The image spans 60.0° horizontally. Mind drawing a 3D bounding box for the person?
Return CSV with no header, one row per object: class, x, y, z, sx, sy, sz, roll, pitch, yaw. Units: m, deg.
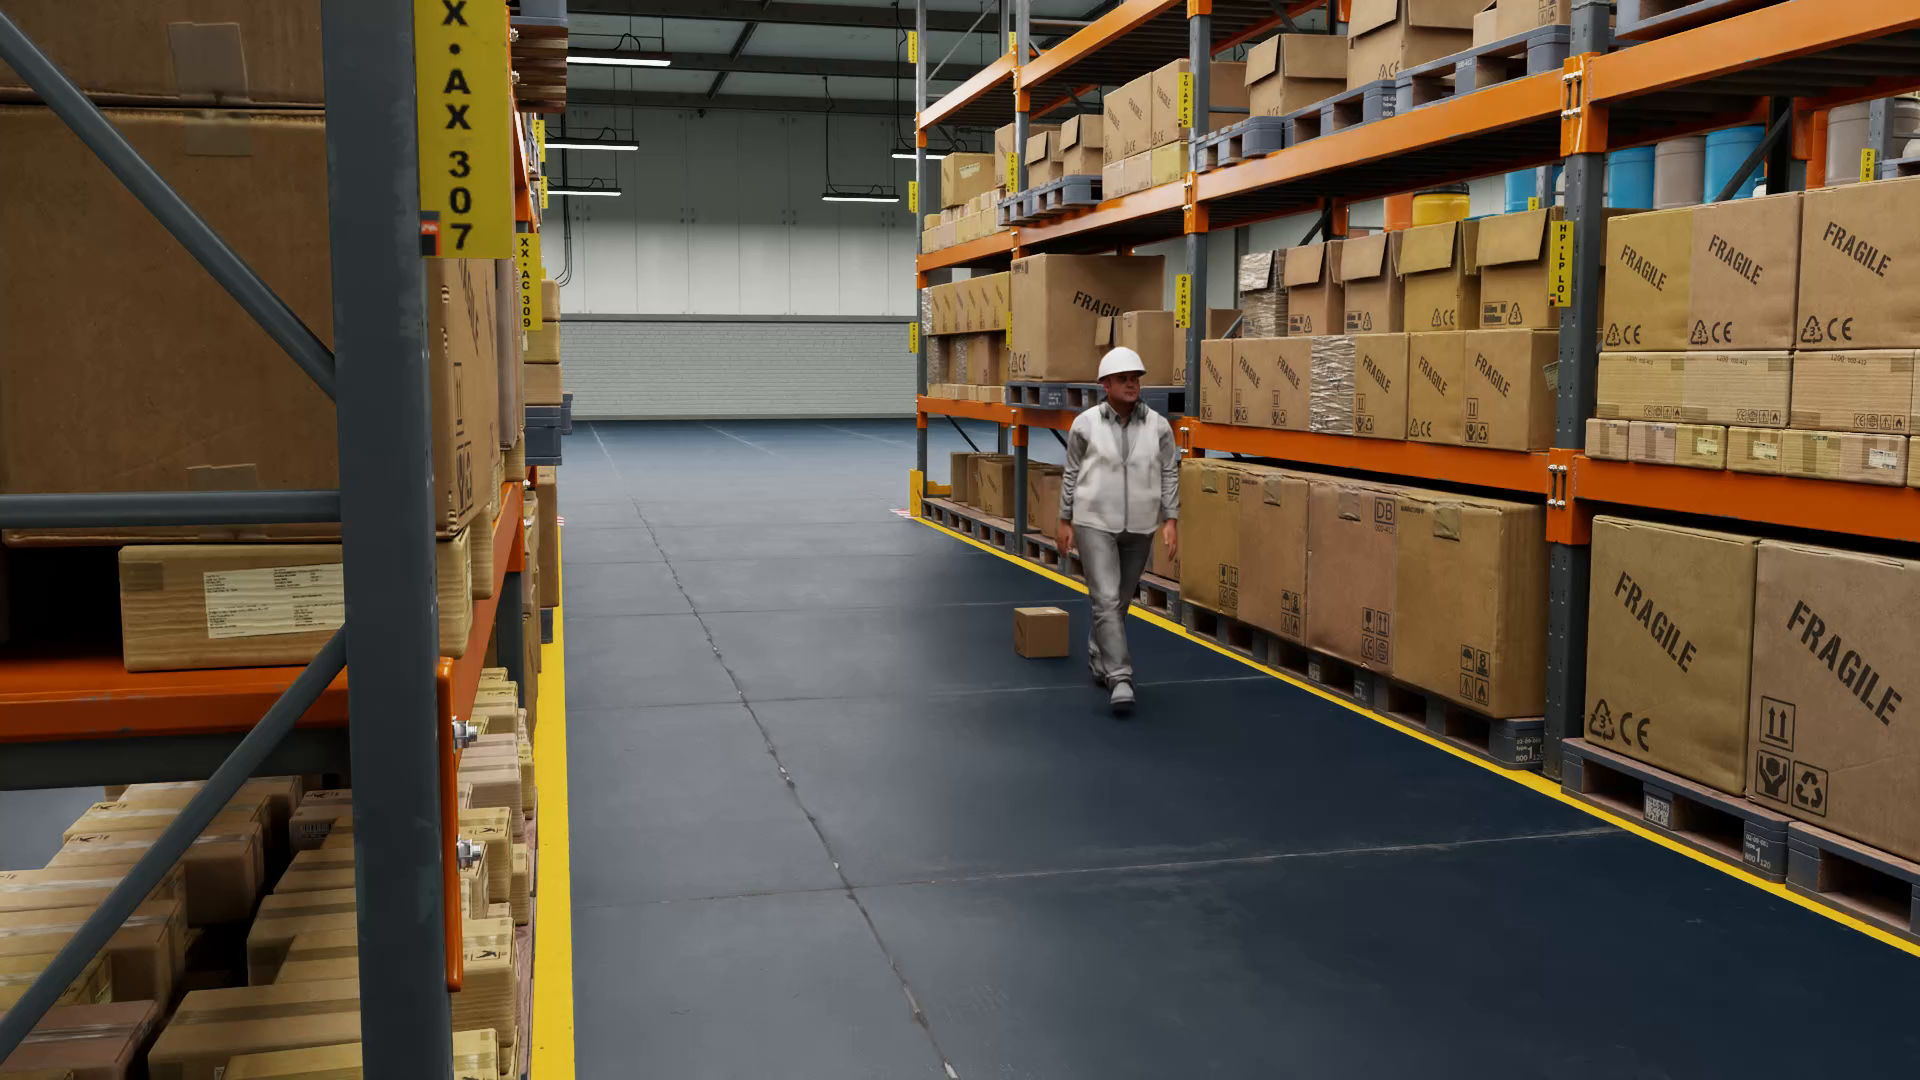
person,0.793,-0.087,8.188,0.551,1.713,1.057,-1,6,-12
